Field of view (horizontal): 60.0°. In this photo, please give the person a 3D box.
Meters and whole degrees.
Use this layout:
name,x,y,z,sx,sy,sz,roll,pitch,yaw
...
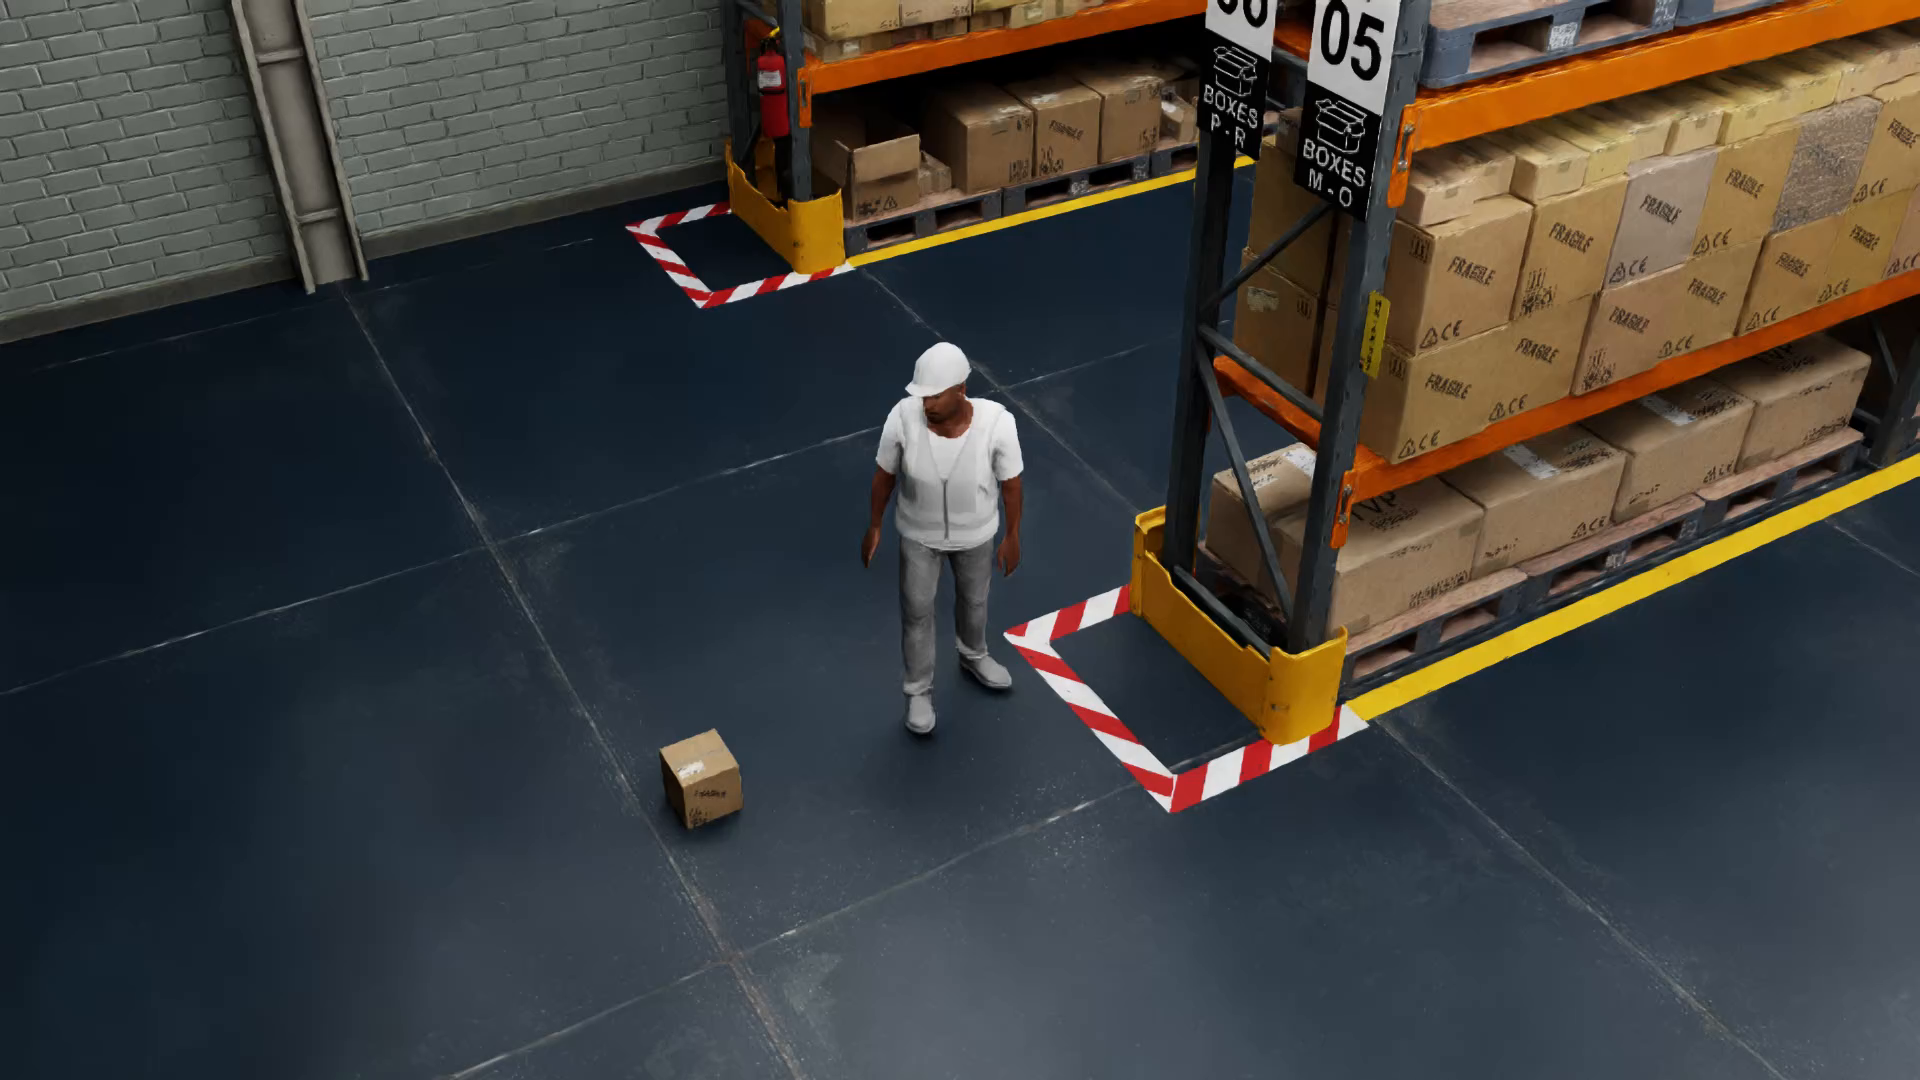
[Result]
name,x,y,z,sx,sy,sz,roll,pitch,yaw
person,-0.076,-0.009,6.880,0.670,1.763,0.582,-1,37,-1
